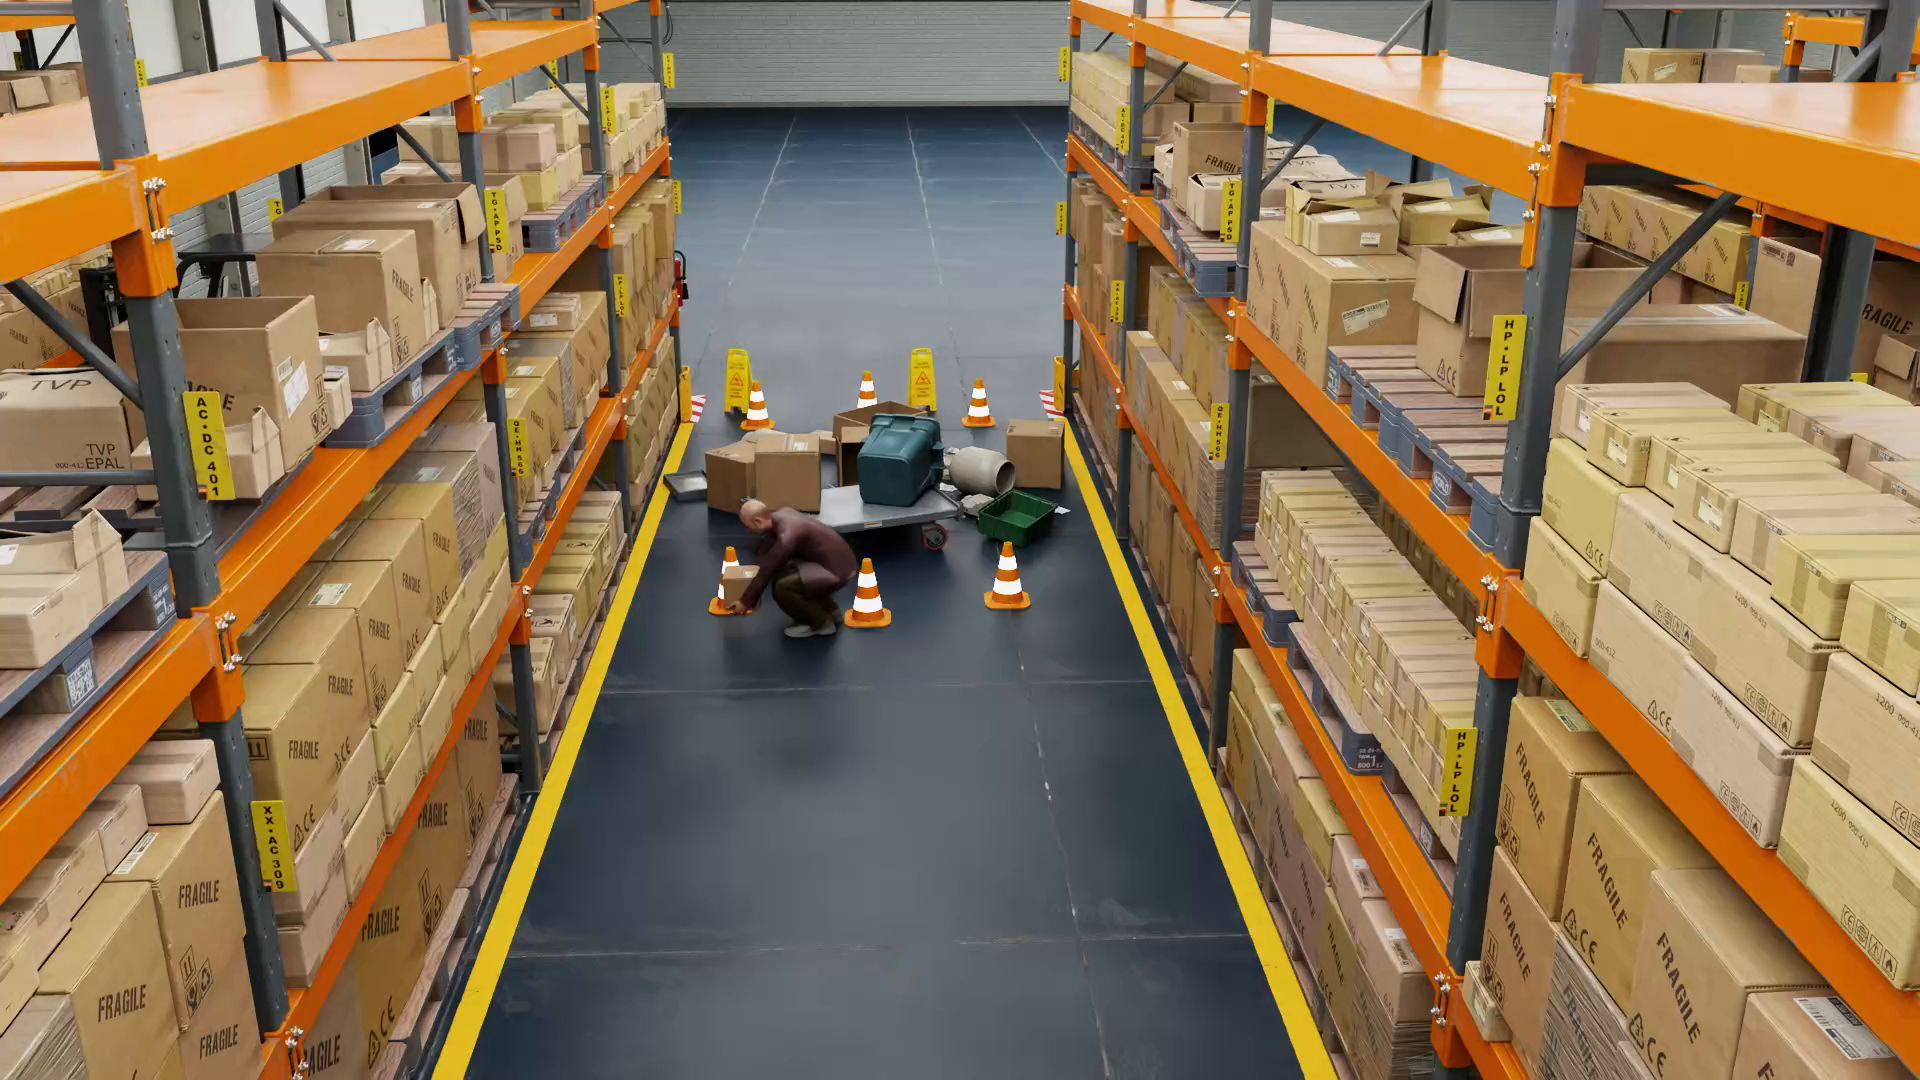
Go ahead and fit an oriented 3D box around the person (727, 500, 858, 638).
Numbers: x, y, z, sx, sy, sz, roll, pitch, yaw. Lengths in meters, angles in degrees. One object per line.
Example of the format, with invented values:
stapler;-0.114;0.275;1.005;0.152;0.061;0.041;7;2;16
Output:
person;-1.187;0.173;11.764;0.930;1.001;0.580;-2;20;-4
